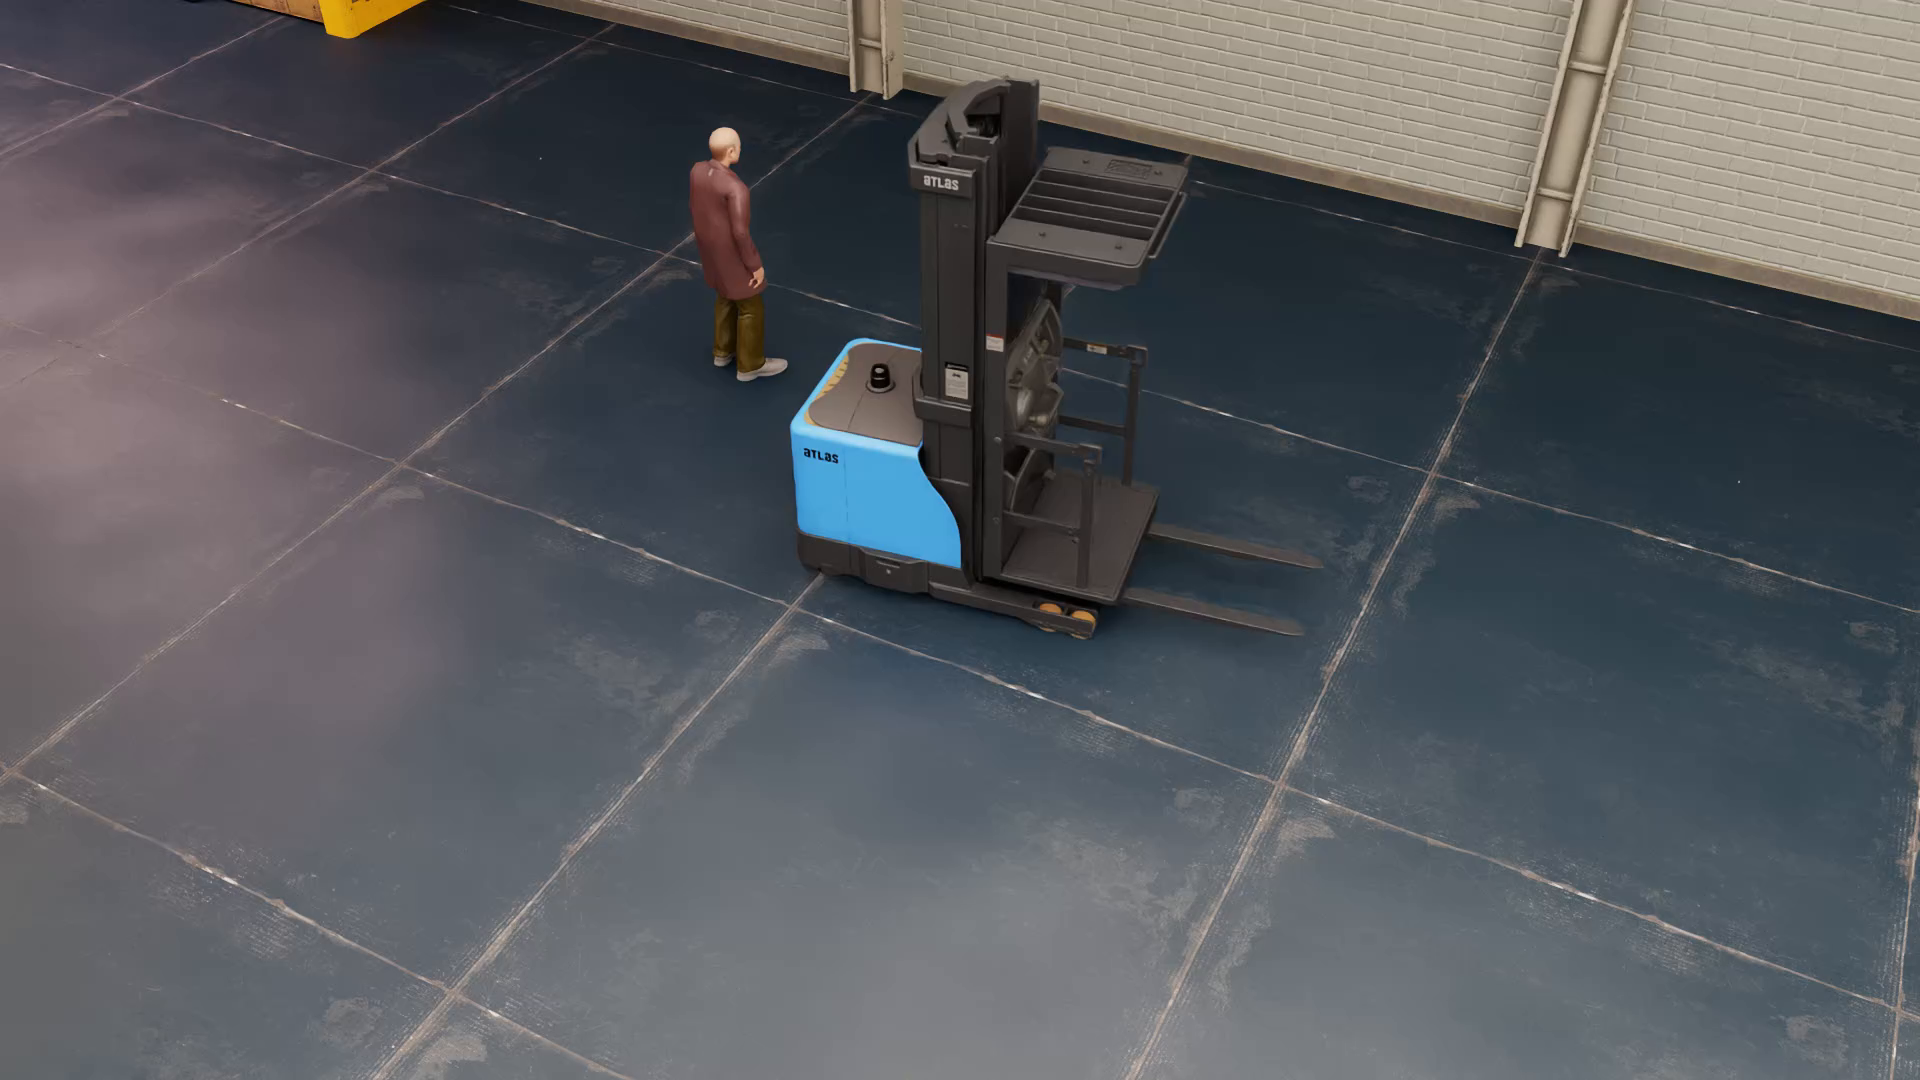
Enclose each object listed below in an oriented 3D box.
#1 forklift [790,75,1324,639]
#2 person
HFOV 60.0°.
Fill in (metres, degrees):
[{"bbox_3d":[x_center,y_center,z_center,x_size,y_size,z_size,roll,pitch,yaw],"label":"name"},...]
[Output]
[{"bbox_3d":[0.597,-0.937,9.099,3.031,2.935,1.130,13,42,14],"label":"forklift"},{"bbox_3d":[-1.538,-1.922,11.168,0.431,1.772,0.647,-30,48,-30],"label":"person"}]
